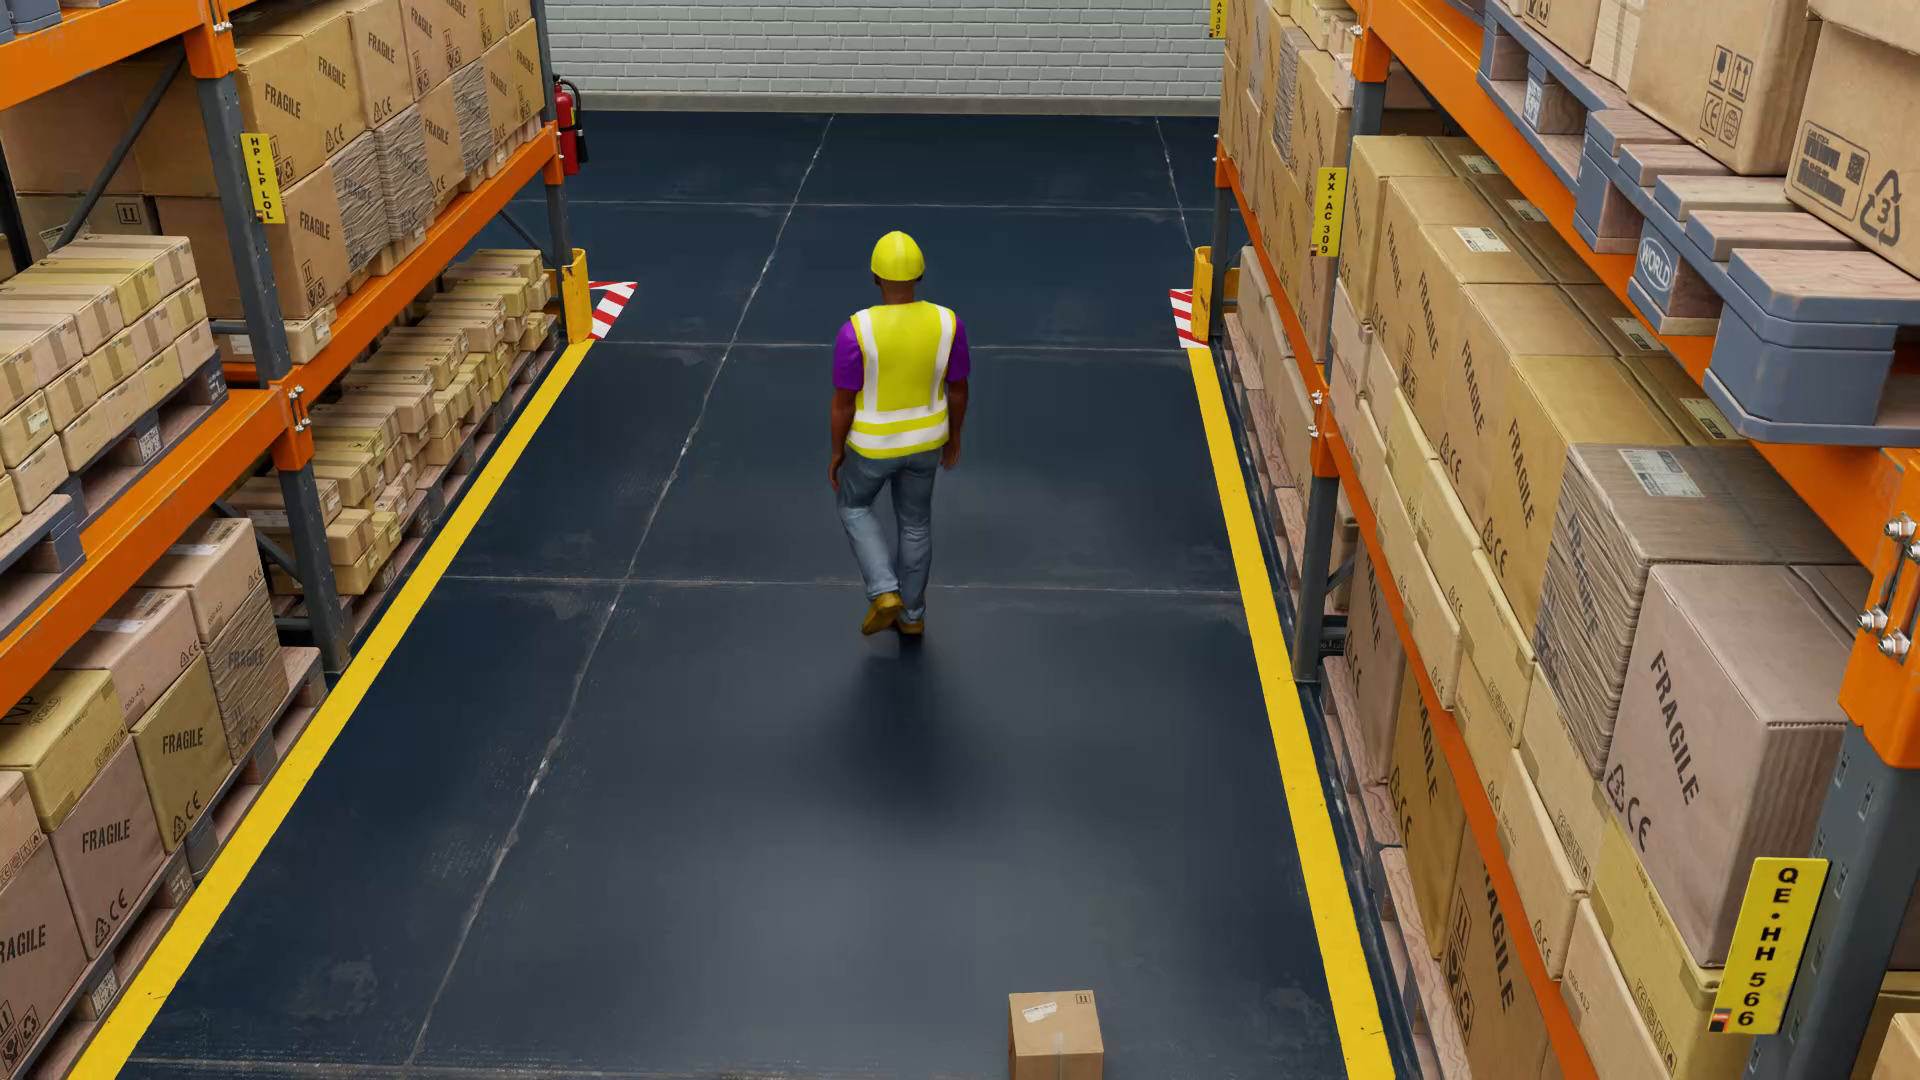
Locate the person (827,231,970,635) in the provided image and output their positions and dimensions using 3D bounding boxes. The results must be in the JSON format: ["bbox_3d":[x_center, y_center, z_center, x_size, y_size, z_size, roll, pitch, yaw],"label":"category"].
[{"bbox_3d":[-0.266,-0.417,6.818,0.599,1.759,0.471,-8,29,-15],"label":"person"}]
